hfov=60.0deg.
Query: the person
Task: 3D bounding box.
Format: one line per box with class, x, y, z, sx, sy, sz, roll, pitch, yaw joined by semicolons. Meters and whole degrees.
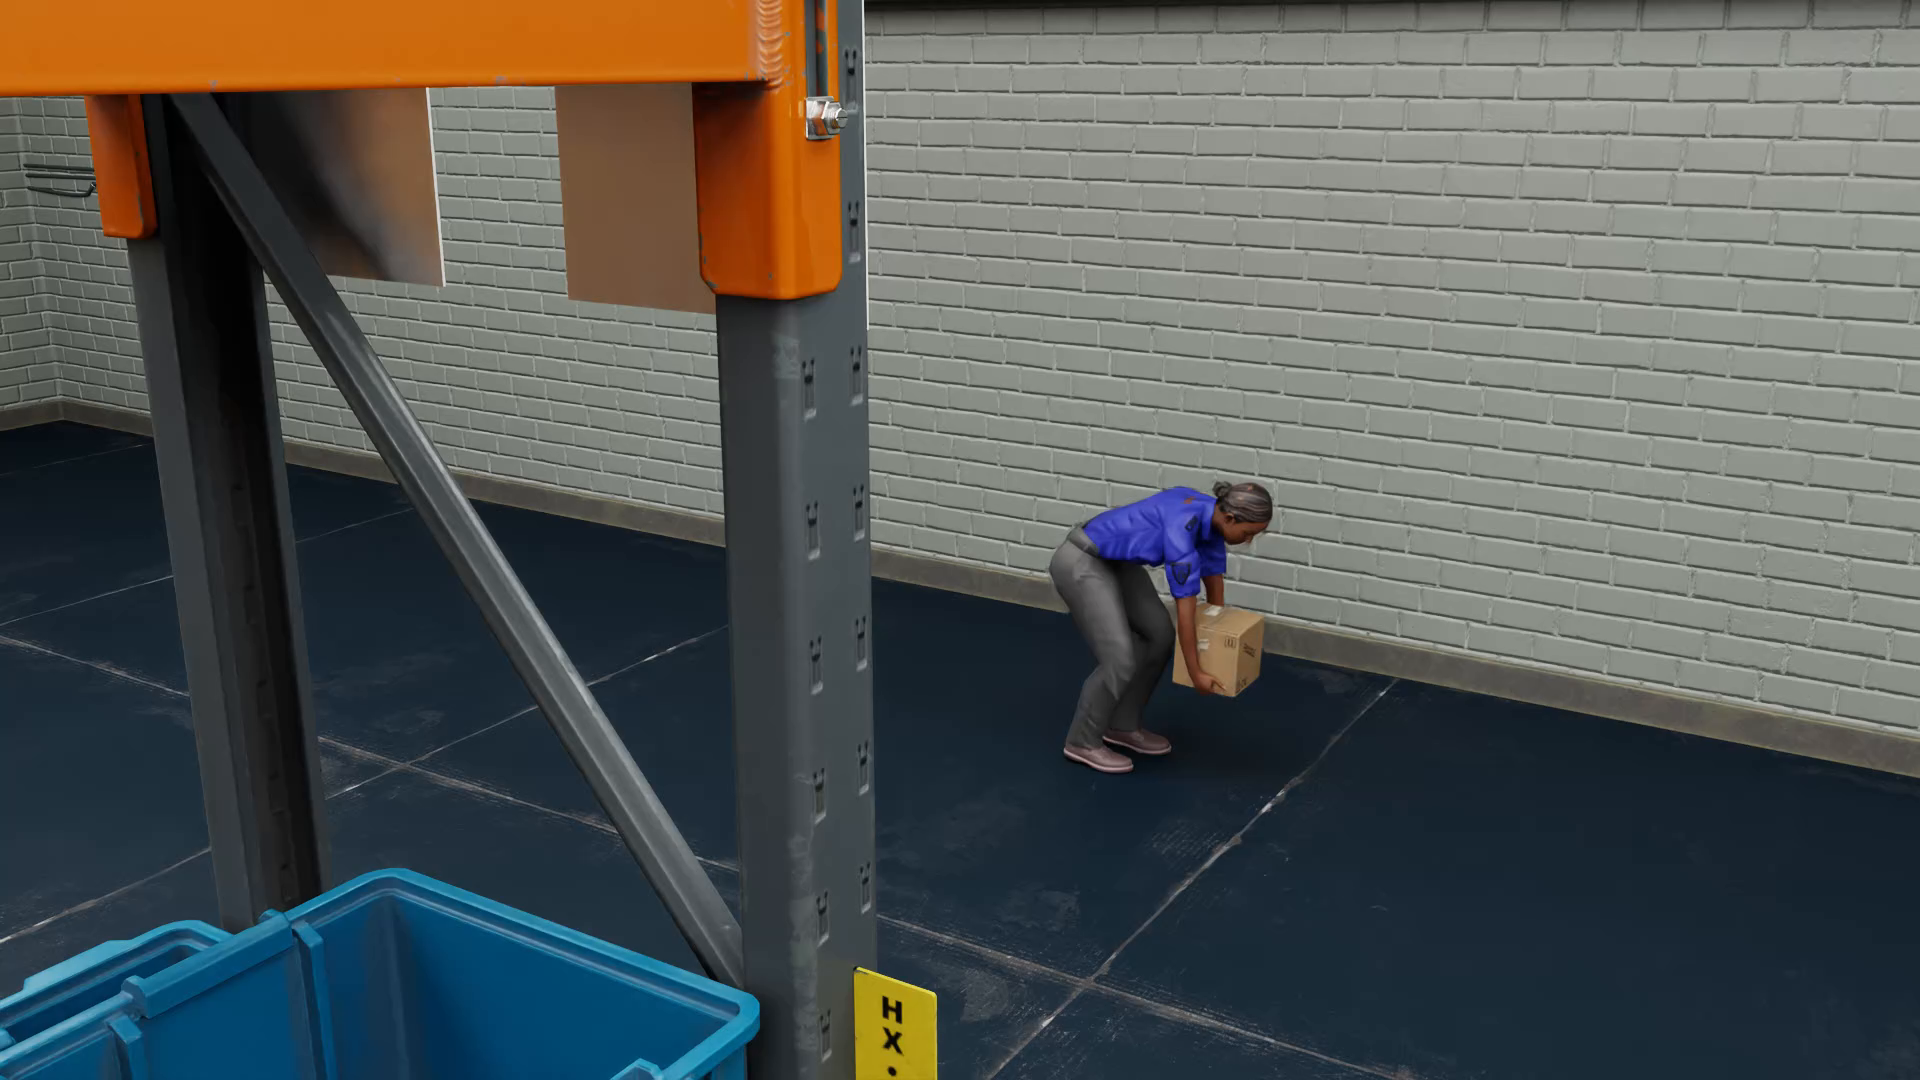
person;0.737;0.202;6.331;0.738;1.397;0.417;9;19;29
